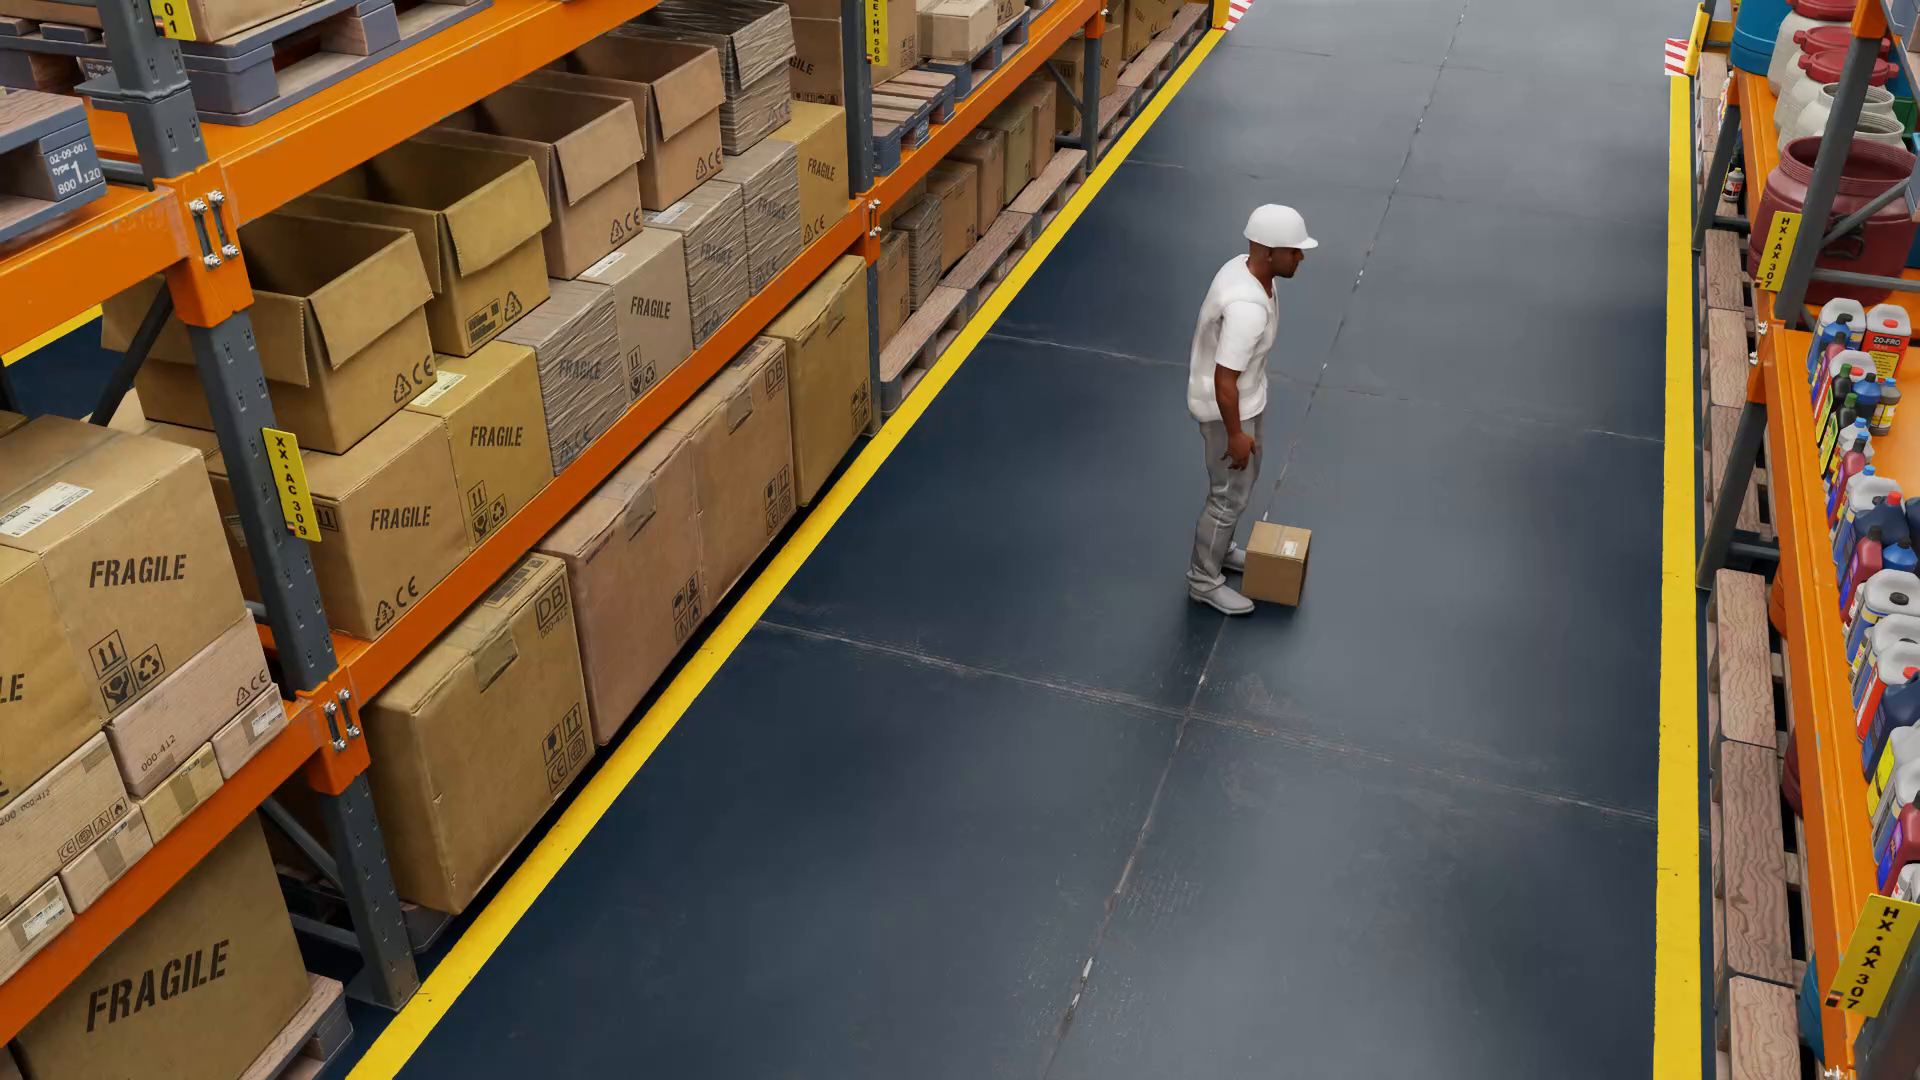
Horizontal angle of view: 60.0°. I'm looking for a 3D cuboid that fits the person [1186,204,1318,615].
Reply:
[{"bbox_3d":[1.186,-0.569,6.998,0.456,1.760,0.635,9,34,14],"label":"person"}]
